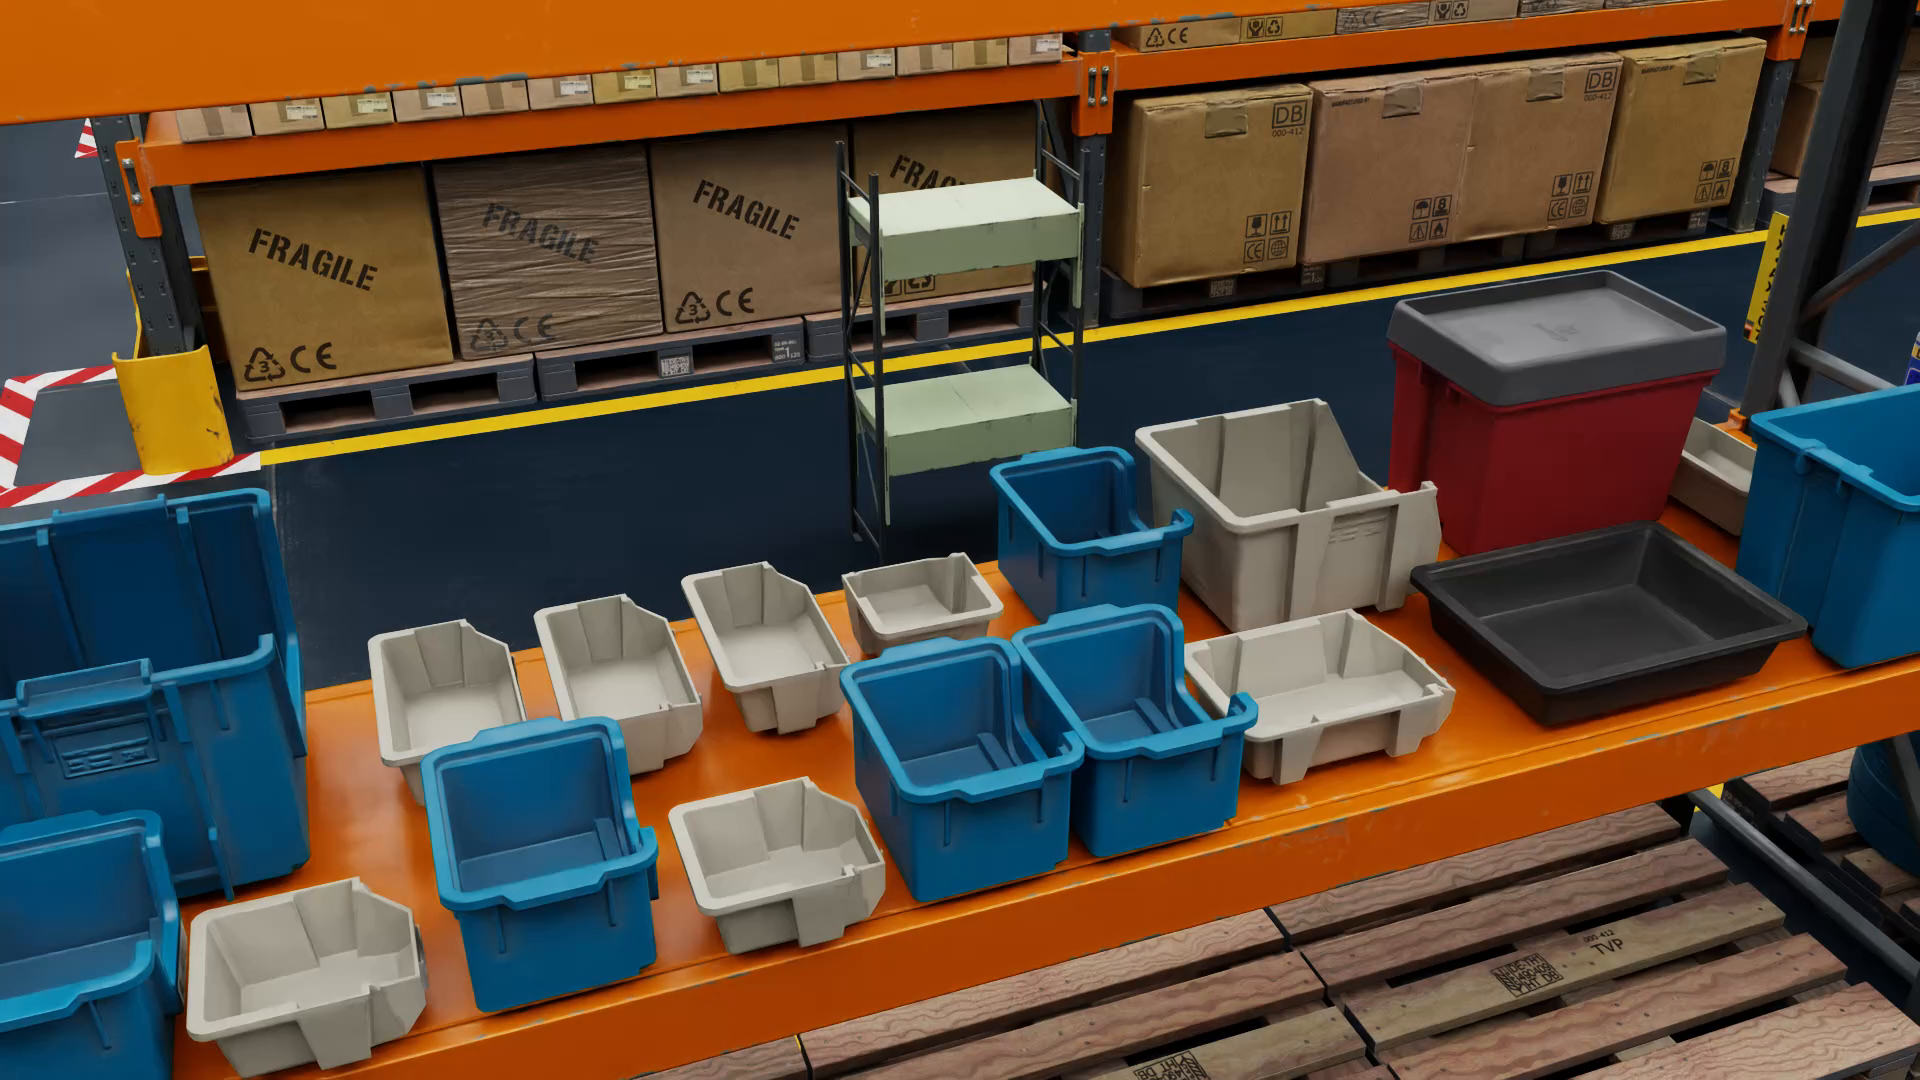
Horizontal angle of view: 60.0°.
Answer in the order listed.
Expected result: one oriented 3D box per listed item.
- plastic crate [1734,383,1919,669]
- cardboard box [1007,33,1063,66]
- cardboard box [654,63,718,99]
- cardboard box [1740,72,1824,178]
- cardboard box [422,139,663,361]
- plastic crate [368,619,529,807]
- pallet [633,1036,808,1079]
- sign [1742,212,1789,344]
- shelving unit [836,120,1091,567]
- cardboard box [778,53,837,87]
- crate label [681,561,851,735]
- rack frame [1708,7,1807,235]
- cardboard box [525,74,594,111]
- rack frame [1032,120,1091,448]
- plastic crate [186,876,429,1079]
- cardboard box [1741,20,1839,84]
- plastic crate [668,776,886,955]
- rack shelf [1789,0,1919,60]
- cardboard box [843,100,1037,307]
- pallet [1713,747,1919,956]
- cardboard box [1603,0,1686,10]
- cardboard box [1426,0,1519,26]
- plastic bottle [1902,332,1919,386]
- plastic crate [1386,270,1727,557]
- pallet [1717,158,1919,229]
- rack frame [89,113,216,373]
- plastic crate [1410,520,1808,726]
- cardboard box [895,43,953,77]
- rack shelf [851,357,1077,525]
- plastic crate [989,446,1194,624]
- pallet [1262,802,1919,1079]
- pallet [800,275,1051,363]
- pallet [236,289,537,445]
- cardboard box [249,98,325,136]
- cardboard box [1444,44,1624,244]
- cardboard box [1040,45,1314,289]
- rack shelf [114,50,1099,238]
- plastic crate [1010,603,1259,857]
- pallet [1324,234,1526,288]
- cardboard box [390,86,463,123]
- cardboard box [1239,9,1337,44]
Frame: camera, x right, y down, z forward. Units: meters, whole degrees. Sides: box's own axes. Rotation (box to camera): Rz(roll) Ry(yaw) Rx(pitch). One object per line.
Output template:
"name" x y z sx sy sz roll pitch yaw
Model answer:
"plastic crate" 1.848 -0.031 3.230 0.575 0.384 0.392 -10 31 -18
"cardboard box" 0.268 -2.235 7.396 0.250 0.149 0.380 -10 31 -17
"cardboard box" -1.176 -1.970 6.931 0.250 0.149 0.380 -10 31 -17
"cardboard box" 4.809 -2.469 9.634 0.500 0.500 0.700 -12 32 -20
"cardboard box" -1.885 -1.422 7.438 0.875 0.875 0.875 -10 31 -18
"plastic crate" -0.881 0.303 2.893 0.243 0.136 0.396 -10 31 -18
"pallet" -0.796 1.527 3.357 1.213 0.211 1.003 -10 31 -18
"sign" 1.976 -0.627 4.040 0.005 0.325 0.100 -10 31 -18
"shelving unit" 0.006 -0.653 5.881 0.755 1.500 0.431 -10 31 -18
"cardboard box" -0.697 -2.057 7.084 0.250 0.149 0.380 -10 31 -17
"crate label" -0.352 0.201 3.073 0.243 0.136 0.396 -10 31 -18
"rack frame" 4.188 -3.239 8.905 0.127 3.000 1.000 -10 31 -18
"cardboard box" -1.658 -1.880 6.774 0.250 0.149 0.380 -11 31 -18
"rack frame" 0.349 -0.716 5.992 0.023 1.500 0.400 -10 31 -18
"plastic crate" -0.907 0.621 2.335 0.298 0.136 0.250 -10 31 -18
"cardboard box" 4.806 -2.800 9.457 0.500 0.250 0.500 -9 31 -16
"plastic crate" -0.271 0.504 2.541 0.298 0.136 0.250 -10 31 -18
"rack shelf" 6.063 -3.272 9.689 4.000 0.370 1.077 -10 31 -18
"cardboard box" -0.207 -1.731 7.981 0.875 0.875 0.875 -10 31 -18
"pallet" 2.904 0.847 4.550 1.213 0.211 1.003 -10 31 -18
"cardboard box" 3.343 -2.999 8.383 0.500 0.500 0.500 -11 31 -18
"cardboard box" 2.380 -2.821 8.070 0.500 0.500 0.500 -10 31 -17
"plastic bottle" 2.423 -0.415 4.073 0.135 0.276 0.152 -10 31 -18
"plastic crate" 1.242 -0.267 3.563 0.583 0.464 0.402 -10 31 -18
"pallet" 4.921 -2.162 9.831 1.213 0.211 1.003 -10 31 -18
"rack frame" -3.310 -1.858 6.482 0.127 3.000 1.000 -10 31 -18
"plastic crate" 1.211 0.161 3.155 0.590 0.125 0.437 -10 31 -18
"cardboard box" -0.214 -2.146 7.241 0.250 0.149 0.380 -11 31 -18
"rack shelf" 0.006 -0.370 6.042 0.720 0.370 0.431 -10 31 -18
"plastic crate" 0.253 0.013 3.306 0.300 0.233 0.416 -10 31 -18
"pallet" 1.491 1.106 4.096 1.213 0.211 1.003 -10 31 -18
"pallet" -0.301 -1.242 8.217 1.213 0.211 1.003 -10 31 -18
"pallet" -2.588 -0.821 7.478 1.213 0.211 1.003 -10 31 -18
"cardboard box" -2.622 -1.702 6.461 0.250 0.149 0.380 -11 31 -18
"cardboard box" 2.696 -2.239 8.871 0.875 0.875 1.225 -10 31 -17
"cardboard box" 1.032 -1.928 8.326 0.875 0.875 1.225 -10 31 -17
"rack shelf" -1.435 -1.891 7.266 4.000 0.370 1.077 -10 31 -18
"plastic crate" 0.279 0.317 2.771 0.300 0.233 0.416 -10 31 -18
"pallet" 2.281 -1.718 9.052 1.213 0.211 1.003 -10 31 -18
"cardboard box" -2.138 -1.792 6.619 0.250 0.149 0.380 -11 31 -18
"cardboard box" 1.428 -2.643 7.758 0.500 0.500 0.500 -10 31 -18
